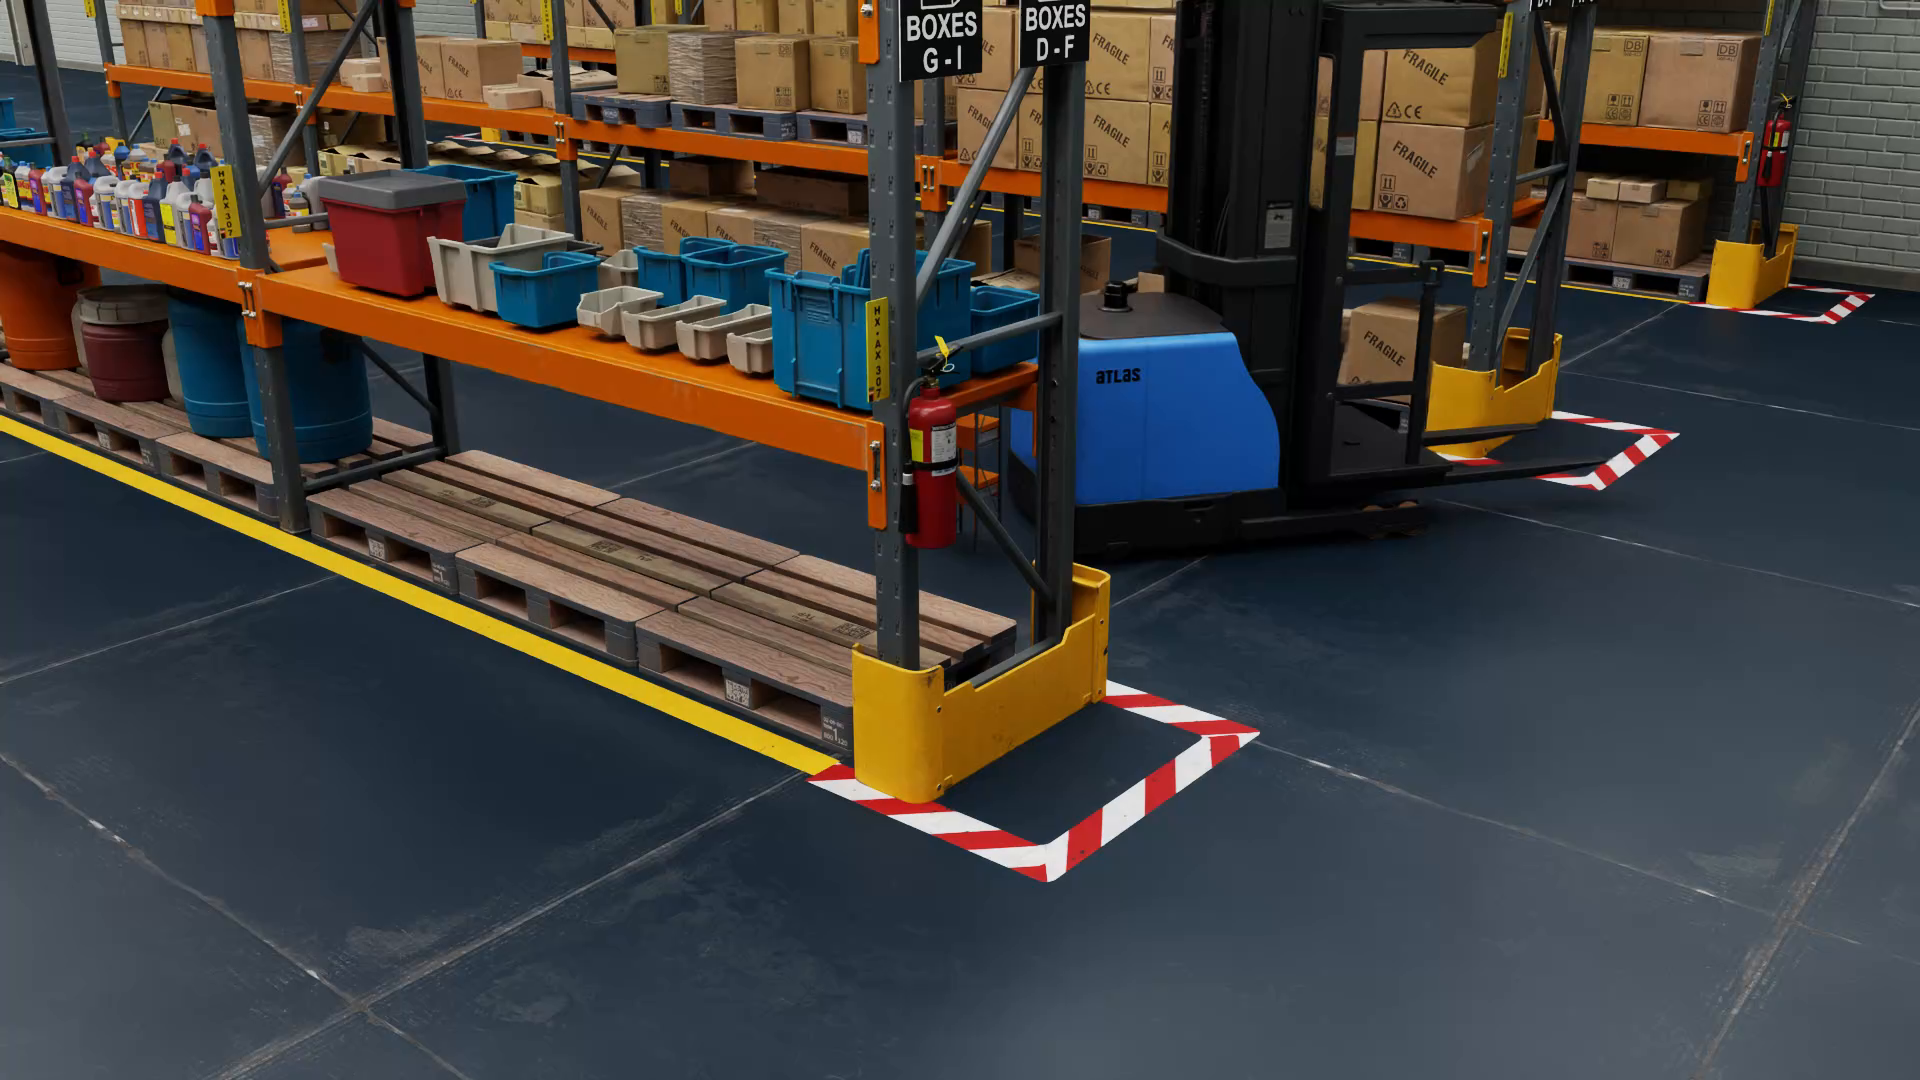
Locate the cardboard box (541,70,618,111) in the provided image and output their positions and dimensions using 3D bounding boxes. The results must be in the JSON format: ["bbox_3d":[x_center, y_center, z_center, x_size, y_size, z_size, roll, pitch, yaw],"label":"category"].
[{"bbox_3d":[-3.243,-3.870,14.306,0.500,0.311,0.500,18,27,40],"label":"cardboard box"}]

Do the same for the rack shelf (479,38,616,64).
[{"bbox_3d":[-4.508,-6.176,21.313,4.000,0.370,1.077,16,26,36],"label":"rack shelf"}]

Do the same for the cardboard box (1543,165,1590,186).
[{"bbox_3d":[5.172,-3.100,14.166,0.250,0.149,0.380,17,26,37],"label":"cardboard box"}]

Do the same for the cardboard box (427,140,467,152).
[{"bbox_3d":[-5.185,-3.757,16.387,0.500,0.311,0.500,17,26,38],"label":"cardboard box"}]

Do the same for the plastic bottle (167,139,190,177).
[{"bbox_3d":[-4.558,-2.167,9.733,0.185,0.351,0.144,16,26,36],"label":"plastic bottle"}]

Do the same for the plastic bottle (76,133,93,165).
[{"bbox_3d":[-5.540,-2.437,10.545,0.133,0.283,0.061,16,26,36],"label":"plastic bottle"}]

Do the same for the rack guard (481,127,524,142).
[{"bbox_3d":[-5.998,-5.772,22.766,0.348,0.500,1.175,16,26,36],"label":"rack guard"}]

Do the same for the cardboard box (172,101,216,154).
[{"bbox_3d":[-8.128,-4.465,17.996,0.500,0.500,0.500,16,26,36],"label":"cardboard box"}]

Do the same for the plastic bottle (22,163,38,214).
[{"bbox_3d":[-5.204,-1.981,9.352,0.097,0.271,0.097,0,21,0],"label":"plastic bottle"}]

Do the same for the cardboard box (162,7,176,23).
[{"bbox_3d":[-8.218,-5.578,17.646,0.250,0.149,0.380,15,25,35],"label":"cardboard box"}]

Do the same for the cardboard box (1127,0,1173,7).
[{"bbox_3d":[1.931,-5.092,15.766,0.500,0.250,0.500,17,26,37],"label":"cardboard box"}]

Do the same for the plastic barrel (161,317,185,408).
[{"bbox_3d":[-4.365,-1.040,9.605,0.421,0.512,0.421,0,21,0],"label":"plastic barrel"}]

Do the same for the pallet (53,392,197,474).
[{"bbox_3d":[-4.545,-0.724,9.789,1.213,0.211,1.003,16,26,36],"label":"pallet"}]

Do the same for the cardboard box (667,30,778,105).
[{"bbox_3d":[-1.842,-3.696,12.981,0.700,0.500,0.500,-16,26,-37],"label":"cardboard box"}]

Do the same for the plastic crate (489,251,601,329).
[{"bbox_3d":[-1.679,-1.018,6.770,0.300,0.233,0.416,16,26,36],"label":"plastic crate"}]

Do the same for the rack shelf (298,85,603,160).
[{"bbox_3d":[-4.538,-3.928,15.354,4.000,0.370,1.077,16,26,36],"label":"rack shelf"}]

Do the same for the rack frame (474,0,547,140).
[{"bbox_3d":[-6.057,-6.958,22.370,0.127,3.000,1.000,16,26,36],"label":"rack frame"}]

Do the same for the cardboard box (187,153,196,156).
[{"bbox_3d":[-8.135,-4.111,18.120,0.500,0.250,0.500,16,26,36],"label":"cardboard box"}]

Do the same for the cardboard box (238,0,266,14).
[{"bbox_3d":[-6.828,-5.575,16.719,0.500,0.500,0.700,16,26,36],"label":"cardboard box"}]

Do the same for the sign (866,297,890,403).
[{"bbox_3d":[-0.261,-0.603,5.285,0.005,0.325,0.100,16,26,36],"label":"sign"}]

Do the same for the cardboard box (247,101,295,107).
[{"bbox_3d":[-7.412,-4.495,18.076,0.500,0.500,0.500,16,26,36],"label":"cardboard box"}]

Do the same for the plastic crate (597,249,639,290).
[{"bbox_3d":[-1.485,-1.171,7.312,0.466,0.136,0.293,16,26,36],"label":"plastic crate"}]

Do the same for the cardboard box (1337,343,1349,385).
[{"bbox_3d":[2.375,-1.083,10.181,0.250,0.166,0.380,16,26,36],"label":"cardboard box"}]

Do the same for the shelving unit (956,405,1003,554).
[{"bbox_3d":[0.041,-0.479,7.951,0.252,1.050,0.215,16,26,36],"label":"shelving unit"}]

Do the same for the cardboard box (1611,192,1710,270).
[{"bbox_3d":[5.733,-2.545,13.612,0.500,0.500,0.700,16,26,36],"label":"cardboard box"}]

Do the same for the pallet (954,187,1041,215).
[{"bbox_3d":[0.704,-3.672,17.607,1.213,0.211,1.003,16,26,36],"label":"pallet"}]

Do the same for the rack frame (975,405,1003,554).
[{"bbox_3d":[0.136,-0.452,7.879,0.008,1.050,0.200,16,26,36],"label":"rack frame"}]

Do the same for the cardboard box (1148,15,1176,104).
[{"bbox_3d":[1.496,-2.914,10.086,0.500,0.500,0.500,17,27,38],"label":"cardboard box"}]

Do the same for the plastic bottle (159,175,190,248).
[{"bbox_3d":[-3.944,-1.666,8.404,0.185,0.351,0.144,16,26,36],"label":"plastic bottle"}]

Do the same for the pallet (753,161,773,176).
[{"bbox_3d":[-2.354,-4.588,20.036,1.213,0.211,1.003,16,26,36],"label":"pallet"}]

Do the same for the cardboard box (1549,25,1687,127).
[{"bbox_3d":[5.366,-3.799,13.567,0.700,0.700,0.980,16,26,36],"label":"cardboard box"}]

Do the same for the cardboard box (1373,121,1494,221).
[{"bbox_3d":[2.690,-2.106,9.360,0.500,0.500,0.500,17,27,38],"label":"cardboard box"}]

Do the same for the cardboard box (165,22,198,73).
[{"bbox_3d":[-8.042,-5.314,17.868,0.500,0.500,0.700,16,26,37],"label":"cardboard box"}]

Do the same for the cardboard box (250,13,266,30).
[{"bbox_3d":[-6.828,-5.177,16.584,0.250,0.149,0.380,15,25,35],"label":"cardboard box"}]

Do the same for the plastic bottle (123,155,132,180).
[{"bbox_3d":[-5.058,-2.252,10.169,0.097,0.201,0.097,0,21,0],"label":"plastic bottle"}]

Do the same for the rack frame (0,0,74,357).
[{"bbox_3d":[-6.124,-2.465,10.455,0.127,3.000,1.000,16,26,36],"label":"rack frame"}]

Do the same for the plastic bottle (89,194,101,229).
[{"bbox_3d":[-4.599,-1.774,8.902,0.097,0.201,0.097,0,21,0],"label":"plastic bottle"}]

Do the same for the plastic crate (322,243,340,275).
[{"bbox_3d":[-2.754,-1.335,7.745,0.243,0.136,0.396,16,26,36],"label":"plastic crate"}]

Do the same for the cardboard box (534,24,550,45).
[{"bbox_3d":[-5.078,-6.475,21.271,0.500,0.250,0.500,16,26,35],"label":"cardboard box"}]

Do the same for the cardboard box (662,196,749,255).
[{"bbox_3d":[-2.022,-2.447,13.324,0.500,0.500,0.500,16,26,36],"label":"cardboard box"}]

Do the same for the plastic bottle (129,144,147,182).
[{"bbox_3d":[-4.982,-2.263,10.099,0.097,0.271,0.097,0,21,0],"label":"plastic bottle"}]

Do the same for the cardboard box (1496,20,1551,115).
[{"bbox_3d":[3.032,-2.720,9.570,0.500,0.500,0.500,17,27,38],"label":"cardboard box"}]

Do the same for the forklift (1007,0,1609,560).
[{"bbox_3d":[1.822,-1.548,8.118,3.031,2.935,1.130,-6,21,-14],"label":"forklift"}]

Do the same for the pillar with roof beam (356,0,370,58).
[{"bbox_3d":[-12.338,-10.008,21.953,0.400,9.000,9.100,16,26,36],"label":"pillar with roof beam"}]

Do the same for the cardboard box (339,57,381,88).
[{"bbox_3d":[-5.679,-4.543,16.177,0.500,0.250,0.500,18,27,40],"label":"cardboard box"}]

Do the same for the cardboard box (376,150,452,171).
[{"bbox_3d":[-5.139,-3.495,15.692,0.500,0.311,0.500,15,25,35],"label":"cardboard box"}]

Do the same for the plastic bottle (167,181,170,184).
[{"bbox_3d":[-4.144,-1.745,8.726,0.097,0.271,0.097,0,21,0],"label":"plastic bottle"}]

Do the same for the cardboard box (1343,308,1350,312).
[{"bbox_3d":[2.193,-1.375,10.837,0.500,0.250,0.500,16,26,36],"label":"cardboard box"}]

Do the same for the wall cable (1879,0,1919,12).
[{"bbox_3d":[7.929,-3.837,12.652,1.851,1.984,0.084,16,26,36],"label":"wall cable"}]

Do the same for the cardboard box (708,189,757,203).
[{"bbox_3d":[-1.715,-2.595,13.717,0.500,0.500,0.500,15,25,34],"label":"cardboard box"}]

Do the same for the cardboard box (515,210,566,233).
[{"bbox_3d":[-3.550,-2.779,14.589,0.500,0.250,0.500,17,26,38],"label":"cardboard box"}]

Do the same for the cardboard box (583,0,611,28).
[{"bbox_3d":[-4.294,-6.602,20.546,0.500,0.500,0.500,15,25,35],"label":"cardboard box"}]

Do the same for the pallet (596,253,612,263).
[{"bbox_3d":[-2.434,-2.337,14.066,1.213,0.211,1.003,16,26,36],"label":"pallet"}]

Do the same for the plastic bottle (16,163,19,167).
[{"bbox_3d":[-5.570,-2.123,9.827,0.097,0.201,0.097,0,21,0],"label":"plastic bottle"}]
